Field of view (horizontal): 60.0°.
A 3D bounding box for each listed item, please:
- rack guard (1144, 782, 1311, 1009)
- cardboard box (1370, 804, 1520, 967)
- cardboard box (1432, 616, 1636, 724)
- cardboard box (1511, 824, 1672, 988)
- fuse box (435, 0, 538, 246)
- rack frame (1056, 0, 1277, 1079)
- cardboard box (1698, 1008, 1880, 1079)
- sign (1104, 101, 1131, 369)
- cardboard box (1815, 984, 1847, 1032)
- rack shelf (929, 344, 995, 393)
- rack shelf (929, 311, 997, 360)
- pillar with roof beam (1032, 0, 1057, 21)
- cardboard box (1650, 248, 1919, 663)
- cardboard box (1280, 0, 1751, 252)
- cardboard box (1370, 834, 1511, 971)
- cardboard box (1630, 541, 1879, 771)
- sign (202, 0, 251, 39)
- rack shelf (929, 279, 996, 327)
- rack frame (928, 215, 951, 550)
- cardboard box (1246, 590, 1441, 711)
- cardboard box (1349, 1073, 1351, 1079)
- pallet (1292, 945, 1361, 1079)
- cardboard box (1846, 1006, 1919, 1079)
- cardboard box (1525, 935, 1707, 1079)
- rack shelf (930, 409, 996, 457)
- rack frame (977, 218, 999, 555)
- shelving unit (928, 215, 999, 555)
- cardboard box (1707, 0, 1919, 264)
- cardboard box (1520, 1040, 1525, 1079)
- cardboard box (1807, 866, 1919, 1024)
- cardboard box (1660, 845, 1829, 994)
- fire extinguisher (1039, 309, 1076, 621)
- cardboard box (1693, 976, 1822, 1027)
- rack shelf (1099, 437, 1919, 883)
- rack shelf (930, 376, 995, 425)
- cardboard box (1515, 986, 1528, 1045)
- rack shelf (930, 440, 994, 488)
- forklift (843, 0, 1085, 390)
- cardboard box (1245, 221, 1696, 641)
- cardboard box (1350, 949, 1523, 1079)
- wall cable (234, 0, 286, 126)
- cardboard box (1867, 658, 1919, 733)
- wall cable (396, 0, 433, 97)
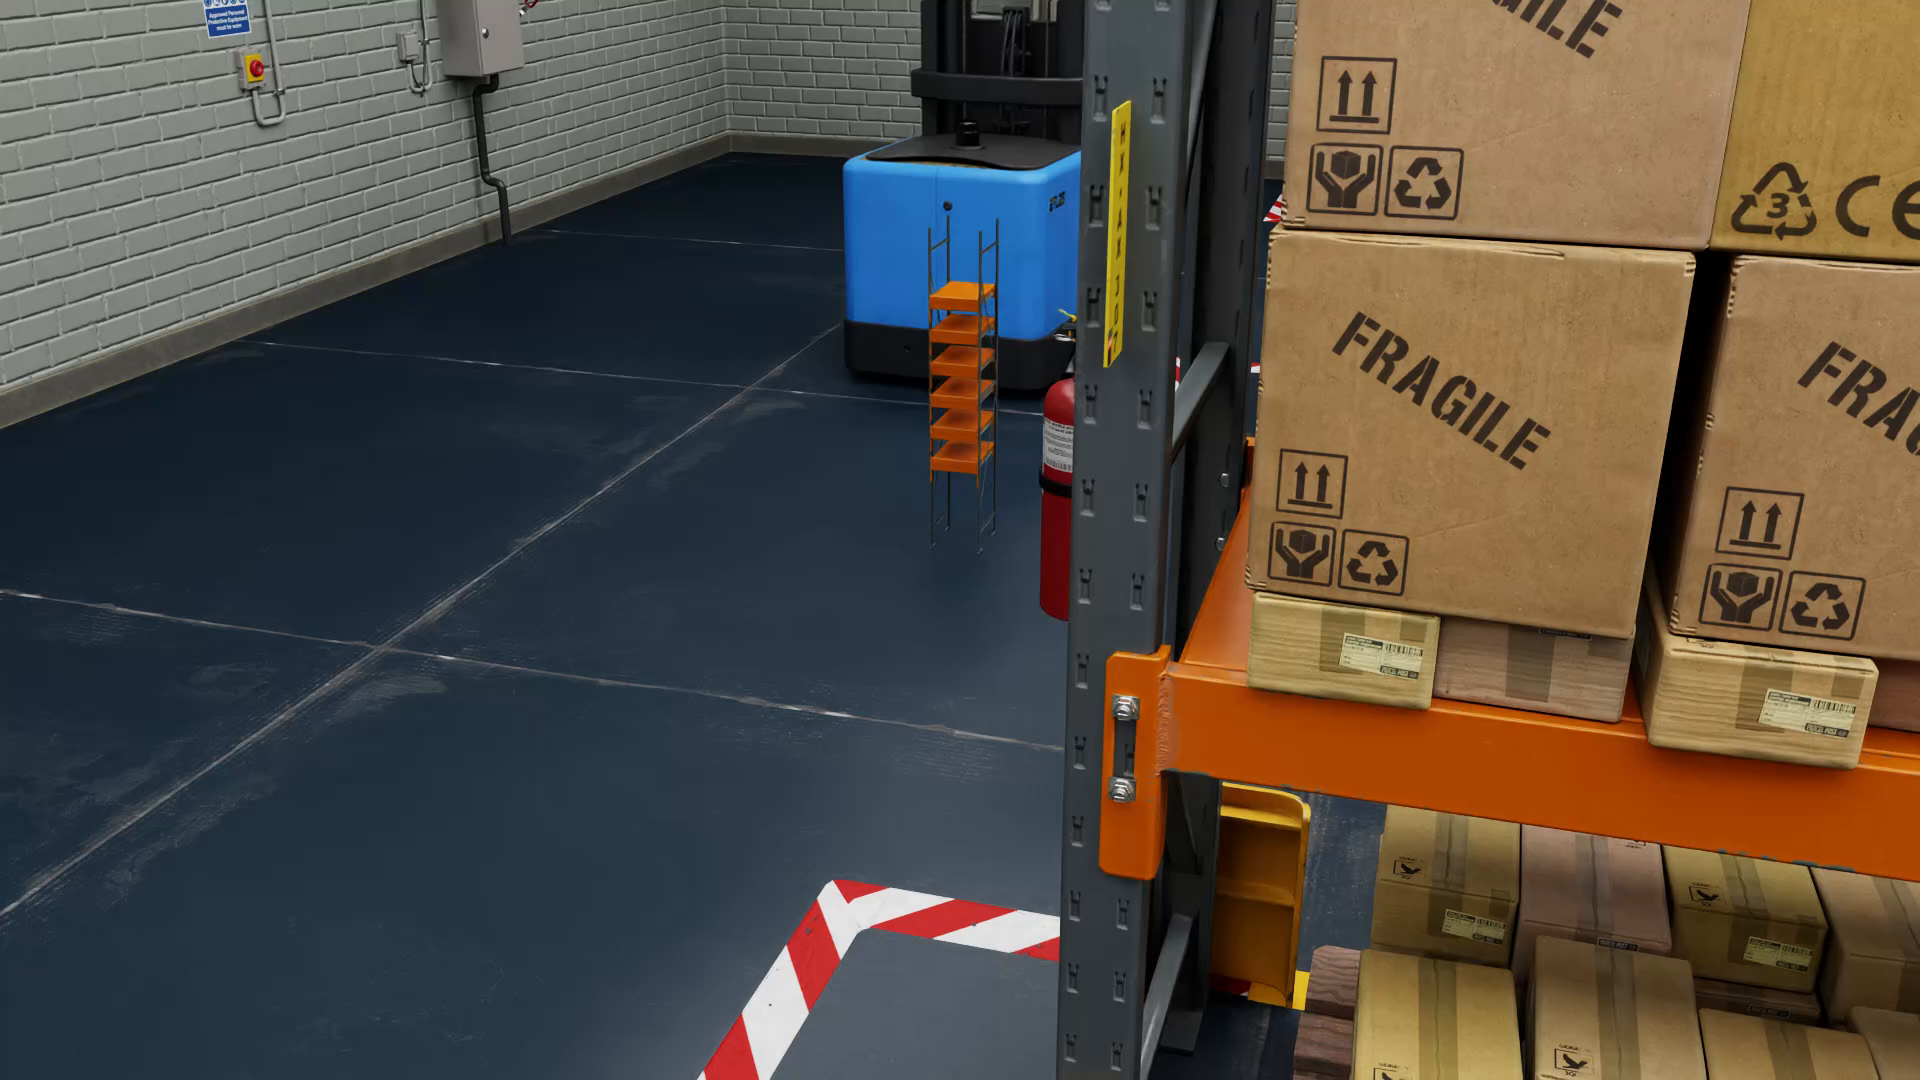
[{"bbox_3d":[0.431,0.980,3.223,0.348,0.500,1.175,7,23,16],"label":"rack guard"},{"bbox_3d":[0.938,0.630,3.200,0.250,0.149,0.380,7,23,16],"label":"cardboard box"},{"bbox_3d":[0.829,0.098,2.408,0.250,0.149,0.380,7,23,17],"label":"cardboard box"},{"bbox_3d":[1.162,0.679,3.082,0.250,0.149,0.380,7,23,17],"label":"cardboard box"},{"bbox_3d":[-2.967,-2.756,10.733,0.414,1.711,0.539,7,23,16],"label":"fuse box"},{"bbox_3d":[0.358,-0.185,2.769,0.127,3.000,1.000,7,23,16],"label":"rack frame"},{"bbox_3d":[1.264,0.906,2.529,0.250,0.149,0.380,6,23,15],"label":"cardboard box"},{"bbox_3d":[0.202,-0.389,2.124,0.005,0.325,0.100,7,23,16],"label":"sign"},{"bbox_3d":[1.671,0.879,2.985,0.250,0.149,0.380,6,23,15],"label":"cardboard box"},{"bbox_3d":[0.014,-0.623,6.010,0.180,0.103,0.258,7,23,16],"label":"rack shelf"},{"bbox_3d":[0.014,-0.734,5.964,0.180,0.103,0.258,7,23,16],"label":"rack shelf"},{"bbox_3d":[-0.443,-5.633,8.145,0.400,9.000,9.100,7,23,16],"label":"pillar with roof beam"},{"bbox_3d":[1.228,-0.170,2.208,0.500,0.500,0.500,7,23,16],"label":"cardboard box"},{"bbox_3d":[0.711,-0.686,2.149,0.500,0.500,0.500,6,23,15],"label":"cardboard box"},{"bbox_3d":[0.946,0.756,3.286,0.250,0.149,0.380,6,23,14],"label":"cardboard box"},{"bbox_3d":[1.071,0.147,2.289,0.250,0.149,0.380,6,23,14],"label":"cardboard box"},{"bbox_3d":[-3.786,-2.719,8.589,0.001,0.218,0.327,7,23,16],"label":"sign"},{"bbox_3d":[0.014,-0.845,5.919,0.180,0.103,0.258,7,23,16],"label":"rack shelf"},{"bbox_3d":[-0.074,-0.564,6.063,0.006,1.200,0.240,7,23,16],"label":"rack frame"},{"bbox_3d":[0.574,0.086,2.440,0.250,0.149,0.380,6,23,15],"label":"cardboard box"},{"bbox_3d":[0.786,0.953,2.807,0.250,0.149,0.380,8,23,18],"label":"cardboard box"},{"bbox_3d":[1.198,1.215,3.029,1.213,0.211,1.003,7,23,16],"label":"pallet"},{"bbox_3d":[1.526,0.903,2.536,0.250,0.149,0.380,5,23,13],"label":"cardboard box"},{"bbox_3d":[1.060,0.832,2.709,0.250,0.149,0.380,7,23,16],"label":"cardboard box"},{"bbox_3d":[0.014,-0.401,6.101,0.180,0.103,0.258,7,23,16],"label":"rack shelf"},{"bbox_3d":[0.101,-0.543,6.014,0.006,1.200,0.240,7,23,16],"label":"rack frame"},{"bbox_3d":[0.014,-0.554,6.038,0.189,1.200,0.258,7,23,16],"label":"shelving unit"},{"bbox_3d":[1.196,-0.633,2.020,0.500,0.500,0.500,7,23,17],"label":"cardboard box"},{"bbox_3d":[1.031,1.003,2.683,0.250,0.149,0.380,6,23,15],"label":"cardboard box"},{"bbox_3d":[1.676,0.712,3.000,0.250,0.149,0.380,6,23,13],"label":"cardboard box"},{"bbox_3d":[1.447,0.661,3.126,0.250,0.149,0.380,6,23,14],"label":"cardboard box"},{"bbox_3d":[0.250,-0.172,3.331,0.183,0.674,0.296,7,23,16],"label":"fire extinguisher"},{"bbox_3d":[1.444,0.812,3.148,0.250,0.149,0.380,6,23,13],"label":"cardboard box"},{"bbox_3d":[2.273,0.367,2.371,4.000,0.370,1.077,7,23,16],"label":"rack shelf"},{"bbox_3d":[0.014,-0.512,6.055,0.180,0.103,0.258,7,23,16],"label":"rack shelf"},{"bbox_3d":[1.181,0.804,3.168,0.250,0.149,0.380,6,23,14],"label":"cardboard box"},{"bbox_3d":[0.014,-0.290,6.146,0.180,0.103,0.258,7,23,16],"label":"rack shelf"},{"bbox_3d":[0.455,-2.587,8.714,1.130,2.935,3.031,9,24,20],"label":"forklift"},{"bbox_3d":[0.708,-0.220,2.329,0.500,0.500,0.500,8,24,18],"label":"cardboard box"},{"bbox_3d":[0.762,0.845,2.677,0.250,0.149,0.380,5,23,13],"label":"cardboard box"},{"bbox_3d":[-3.714,-3.089,8.468,0.123,1.953,0.585,7,23,16],"label":"wall cable"},{"bbox_3d":[1.359,0.126,2.341,0.250,0.149,0.380,8,24,18],"label":"cardboard box"},{"bbox_3d":[-3.315,-3.591,9.733,0.122,1.984,0.588,7,23,16],"label":"wall cable"}]
